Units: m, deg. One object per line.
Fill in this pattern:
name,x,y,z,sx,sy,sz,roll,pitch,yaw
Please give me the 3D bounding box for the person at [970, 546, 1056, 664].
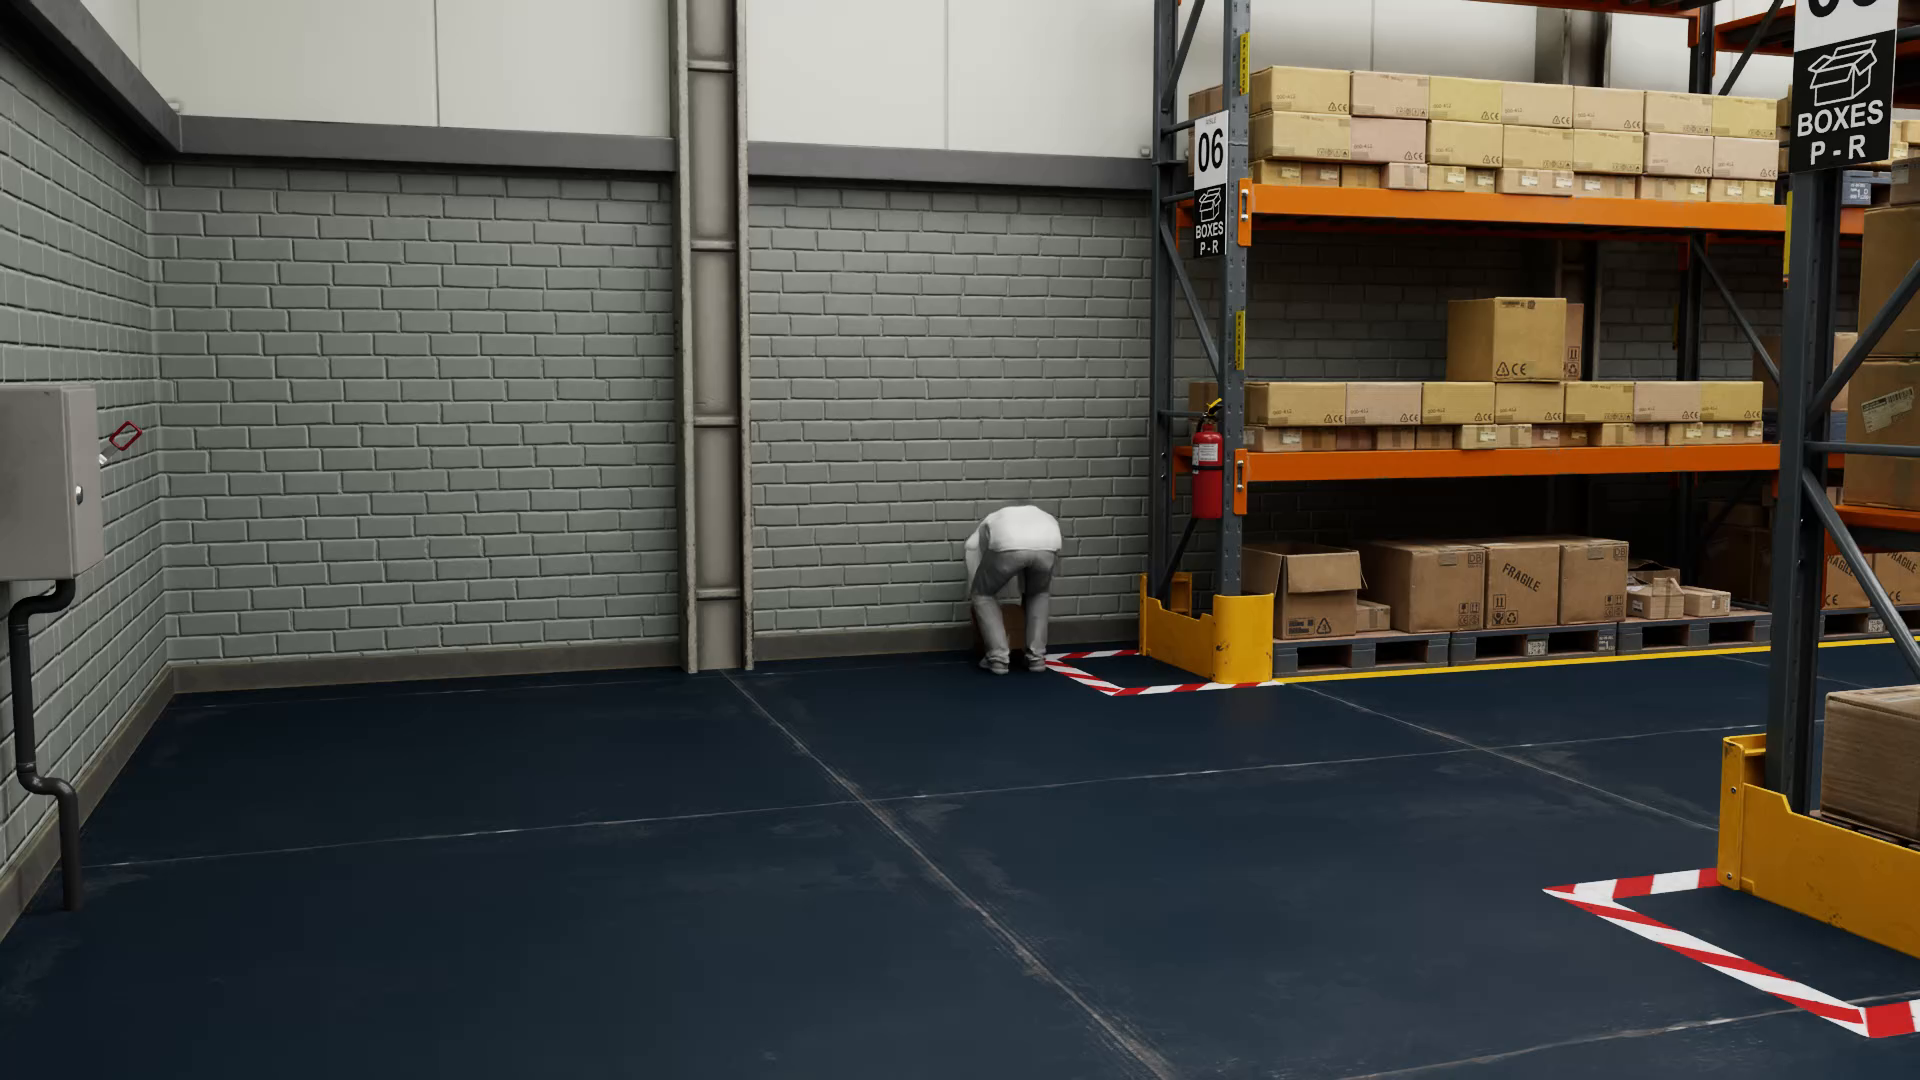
person,0.291,0.296,9.974,0.488,0.828,0.913,-1,6,-14
